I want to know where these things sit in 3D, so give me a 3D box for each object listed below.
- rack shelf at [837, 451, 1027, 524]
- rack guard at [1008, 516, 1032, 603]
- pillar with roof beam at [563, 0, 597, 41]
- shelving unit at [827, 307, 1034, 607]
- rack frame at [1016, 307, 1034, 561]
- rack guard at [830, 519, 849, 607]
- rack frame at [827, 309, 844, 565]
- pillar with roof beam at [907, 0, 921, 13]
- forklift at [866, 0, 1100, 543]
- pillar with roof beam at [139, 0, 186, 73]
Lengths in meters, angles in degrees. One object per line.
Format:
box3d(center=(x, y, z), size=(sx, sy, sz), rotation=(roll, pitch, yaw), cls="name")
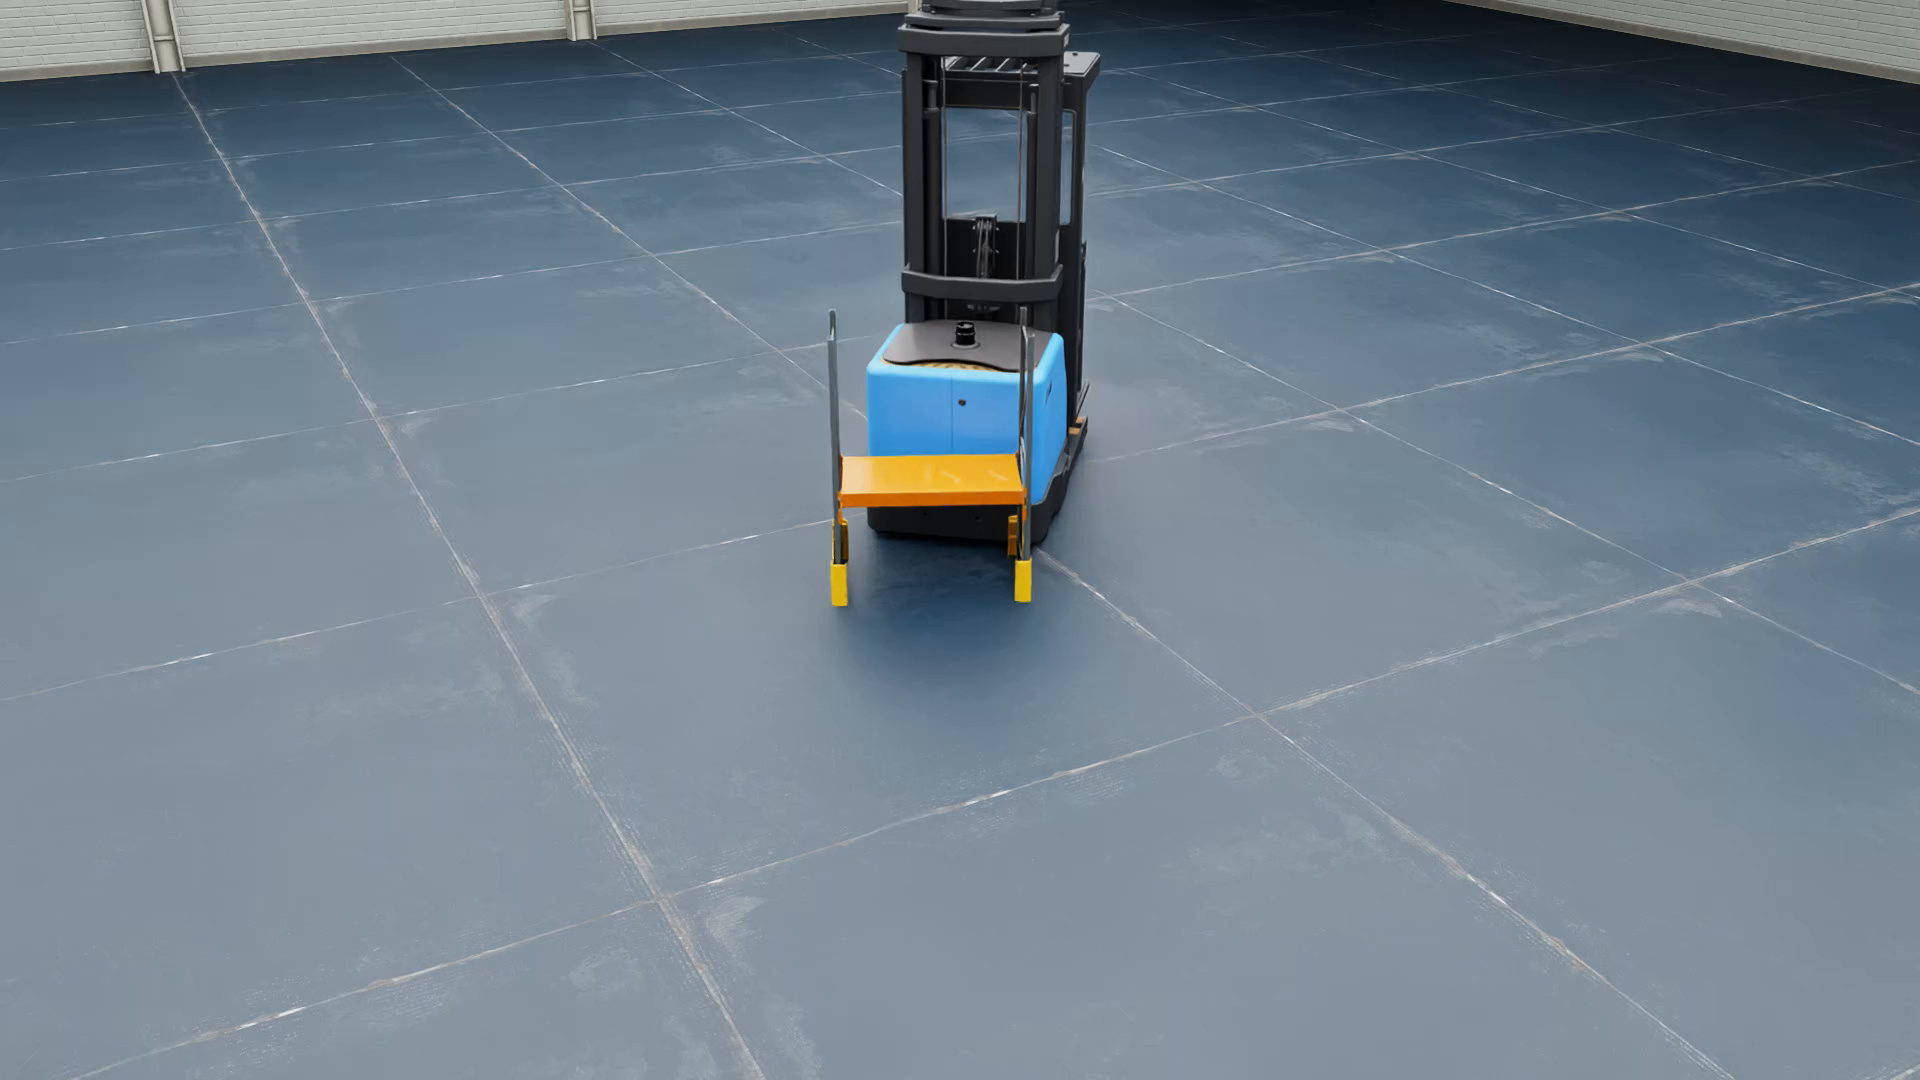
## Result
box3d(center=(-0.158, -0.289, 9.036), size=(1.000, 0.185, 0.538), rotation=(-1, 26, -2), cls="rack shelf")
box3d(center=(0.331, 0.102, 9.249), size=(0.087, 0.250, 0.587), rotation=(-1, 26, -2), cls="rack guard")
box3d(center=(-3.933, -10.322, 20.852), size=(0.400, 9.000, 9.100), rotation=(-13, 29, -25), cls="pillar with roof beam")
box3d(center=(-0.167, -0.451, 8.957), size=(1.083, 1.500, 0.587), rotation=(-1, 26, -2), cls="shelving unit")
box3d(center=(0.350, -0.462, 8.979), size=(0.032, 1.500, 0.500), rotation=(-1, 26, -2), cls="rack frame")
box3d(center=(-0.664, 0.122, 9.207), size=(0.087, 0.250, 0.587), rotation=(-1, 26, -2), cls="rack guard")
box3d(center=(-0.665, -0.441, 8.936), size=(0.032, 1.500, 0.500), rotation=(-1, 26, -2), cls="rack frame")
box3d(center=(1.362, -11.544, 23.397), size=(0.400, 9.000, 9.100), rotation=(-13, 29, -25), cls="pillar with roof beam")
box3d(center=(0.246, -1.917, 10.356), size=(1.130, 2.935, 3.031), rotation=(5, 26, 10), cls="forklift")
box3d(center=(-9.227, -9.100, 18.307), size=(0.400, 9.000, 9.100), rotation=(-13, 29, -25), cls="pillar with roof beam")
